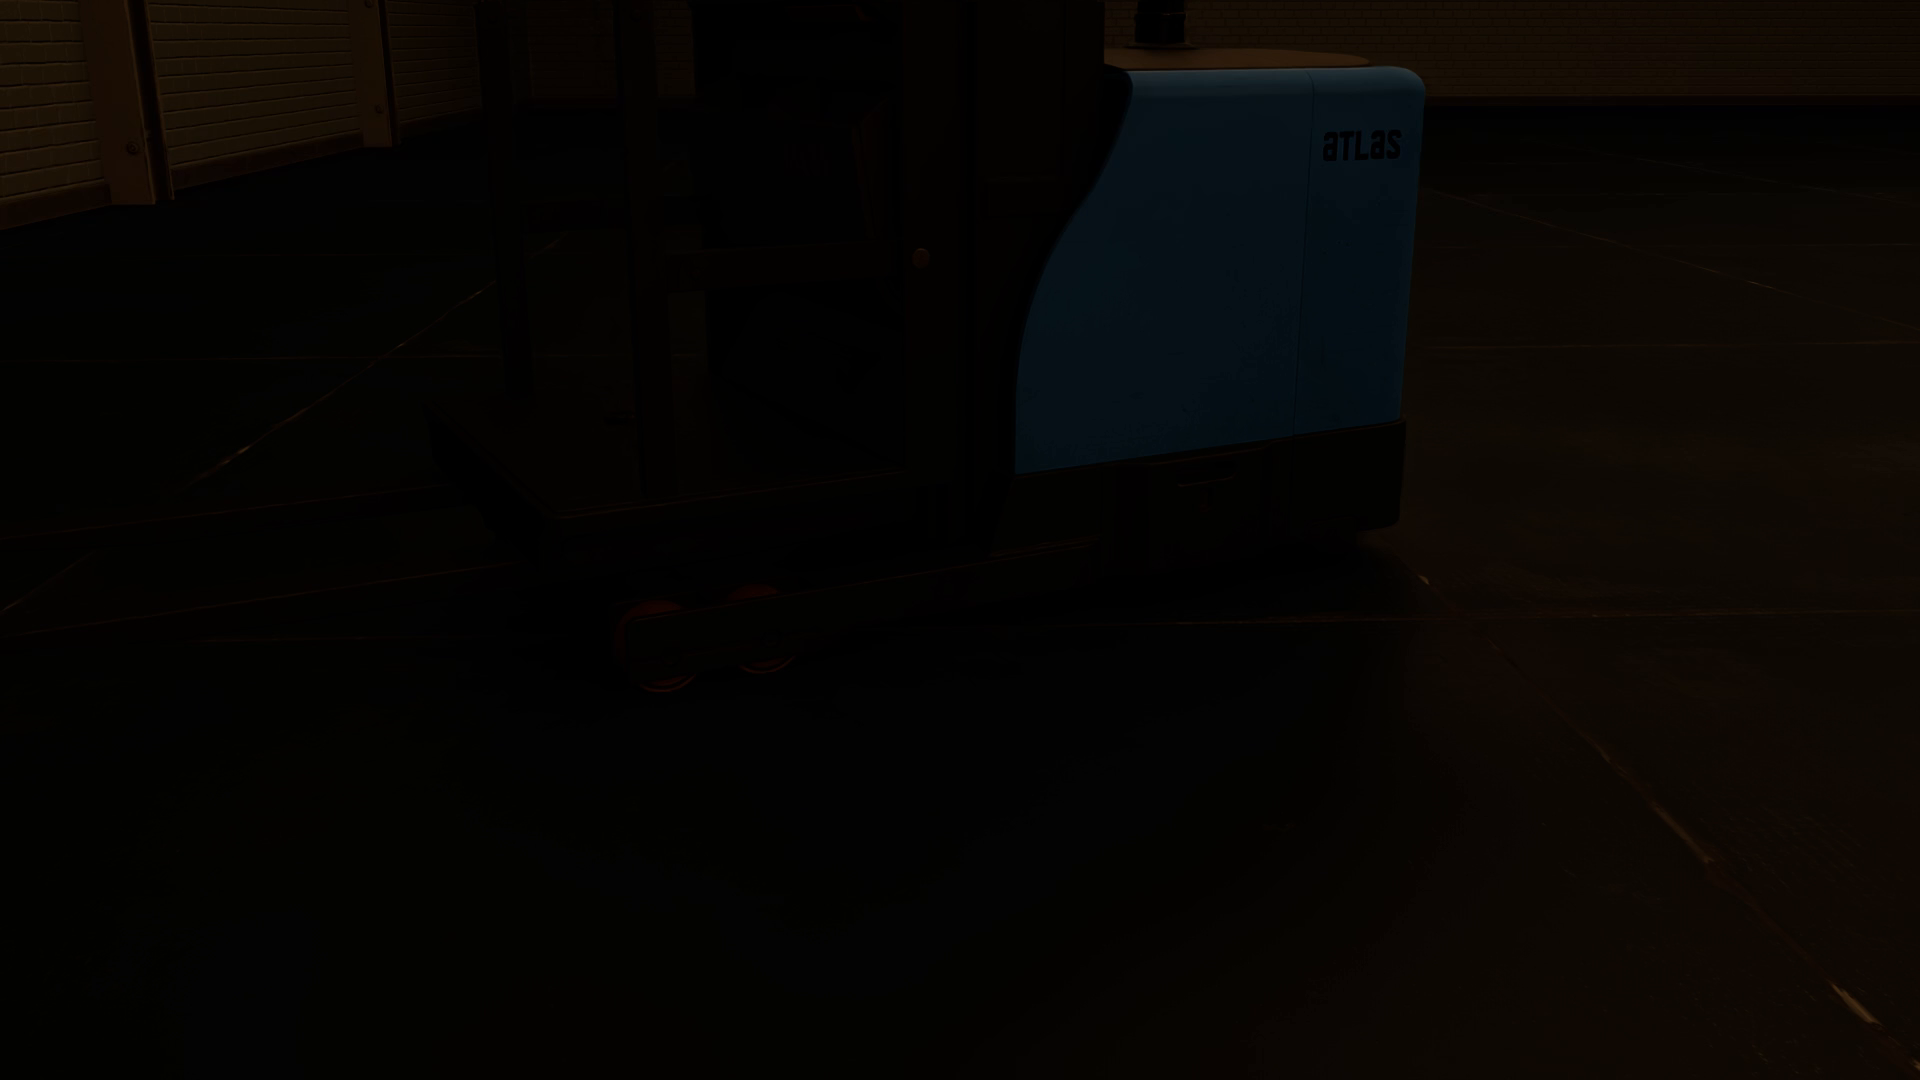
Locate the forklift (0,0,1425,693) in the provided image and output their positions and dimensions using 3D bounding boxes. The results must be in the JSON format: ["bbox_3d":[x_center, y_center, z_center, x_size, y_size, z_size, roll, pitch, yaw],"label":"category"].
[{"bbox_3d":[-0.533,-1.300,3.159,3.031,2.935,1.130,-9,19,-27],"label":"forklift"}]
